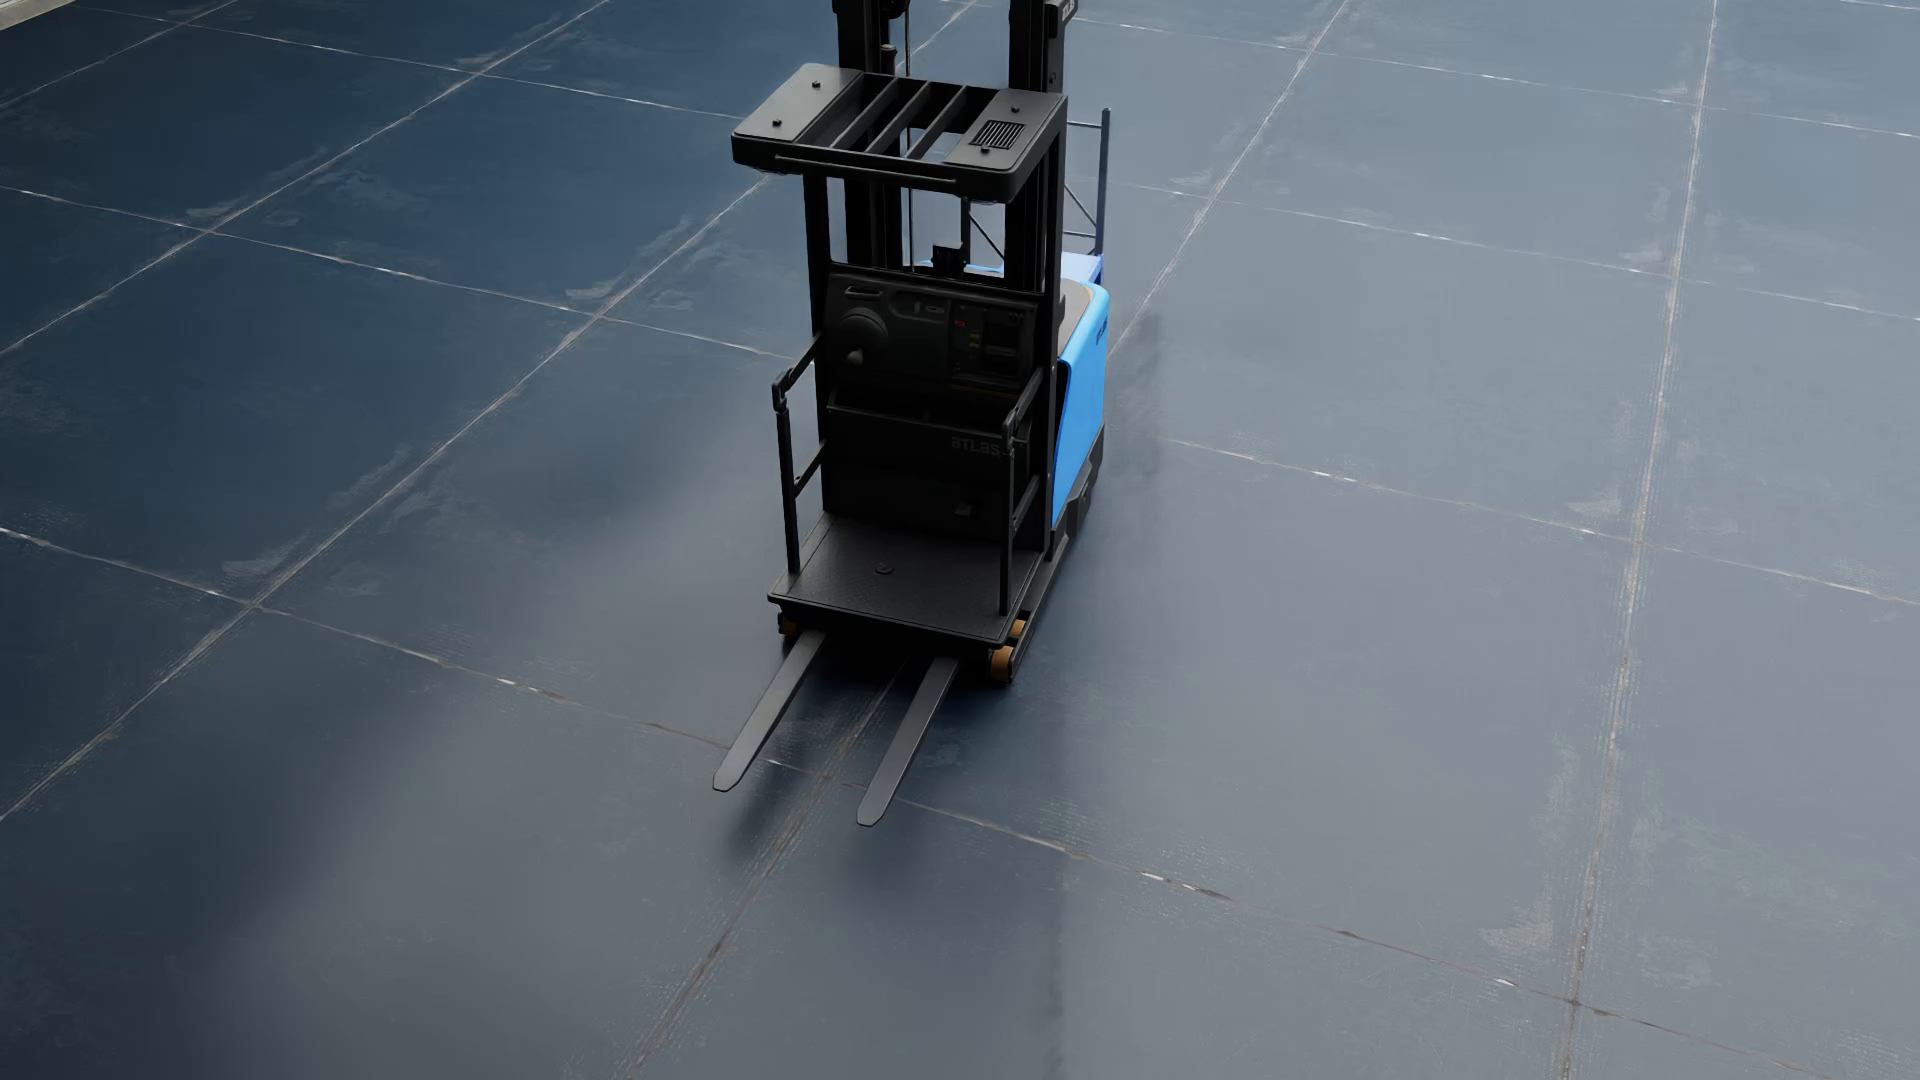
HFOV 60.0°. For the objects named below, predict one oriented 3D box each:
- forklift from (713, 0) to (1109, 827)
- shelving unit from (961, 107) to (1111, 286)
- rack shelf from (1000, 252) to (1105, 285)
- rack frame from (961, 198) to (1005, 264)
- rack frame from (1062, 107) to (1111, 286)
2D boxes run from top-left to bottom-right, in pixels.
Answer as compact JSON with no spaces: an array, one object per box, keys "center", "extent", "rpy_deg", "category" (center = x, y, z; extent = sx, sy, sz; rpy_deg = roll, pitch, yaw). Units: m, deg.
[{"center":[-0.194,-0.815,6.892],"extent":[1.130,2.935,3.031],"rpy_deg":[11,38,14],"category":"forklift"},{"center":[0.403,-1.432,8.913],"extent":[0.538,1.500,1.048],"rpy_deg":[11,38,14],"category":"shelving unit"},{"center":[0.403,-1.288,9.020],"extent":[0.538,0.185,1.000],"rpy_deg":[11,38,14],"category":"rack shelf"},{"center":[0.247,-1.142,8.525],"extent":[0.500,1.500,0.032],"rpy_deg":[11,38,14],"category":"rack frame"},{"center":[0.559,-1.721,9.300],"extent":[0.500,1.500,0.032],"rpy_deg":[11,38,14],"category":"rack frame"}]
